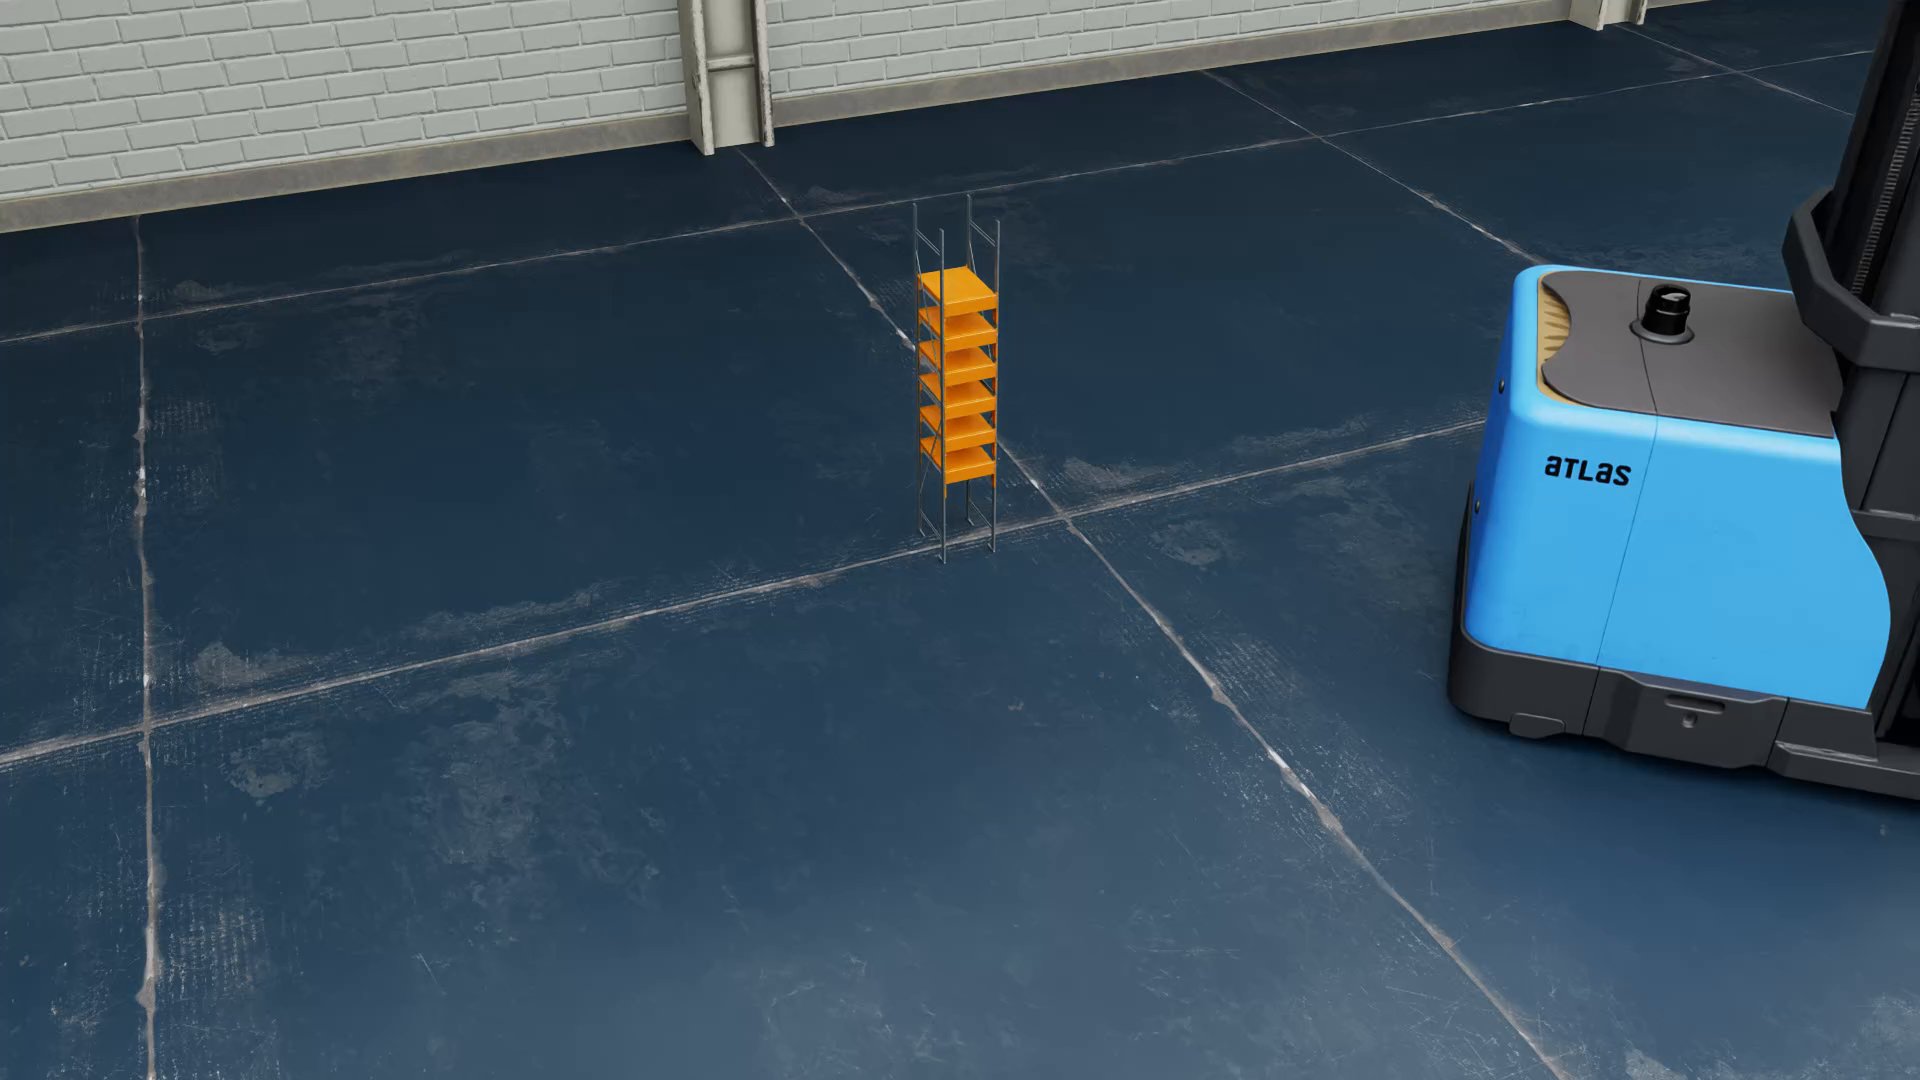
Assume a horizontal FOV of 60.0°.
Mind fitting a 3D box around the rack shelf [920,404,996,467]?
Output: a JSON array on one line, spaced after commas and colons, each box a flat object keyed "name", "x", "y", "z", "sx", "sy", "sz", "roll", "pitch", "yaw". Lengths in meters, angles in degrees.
[{"name": "rack shelf", "x": -0.013, "y": -0.362, "z": 5.508, "sx": 0.180, "sy": 0.103, "sz": 0.258, "roll": -13, "pitch": 35, "yaw": -19}]

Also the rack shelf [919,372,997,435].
[{"name": "rack shelf", "x": -0.013, "y": -0.463, "z": 5.442, "sx": 0.180, "sy": 0.103, "sz": 0.258, "roll": -13, "pitch": 35, "yaw": -19}]

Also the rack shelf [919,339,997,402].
[{"name": "rack shelf", "x": -0.013, "y": -0.563, "z": 5.377, "sx": 0.180, "sy": 0.103, "sz": 0.258, "roll": -13, "pitch": 35, "yaw": -19}]

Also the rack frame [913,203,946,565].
[{"name": "rack frame", "x": -0.098, "y": -0.481, "z": 5.388, "sx": 0.006, "sy": 1.200, "sz": 0.240, "roll": -13, "pitch": 35, "yaw": -19}]

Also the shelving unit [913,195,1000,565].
[{"name": "shelving unit", "x": -0.013, "y": -0.500, "z": 5.418, "sx": 0.189, "sy": 1.200, "sz": 0.258, "roll": -13, "pitch": 35, "yaw": -19}]

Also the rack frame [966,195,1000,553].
[{"name": "rack frame", "x": 0.071, "y": -0.519, "z": 5.448, "sx": 0.006, "sy": 1.200, "sz": 0.240, "roll": -13, "pitch": 35, "yaw": -19}]

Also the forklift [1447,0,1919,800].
[{"name": "forklift", "x": 3.016, "y": -0.708, "z": 4.150, "sx": 3.031, "sy": 2.935, "sz": 1.130, "roll": 9, "pitch": 34, "yaw": 14}]

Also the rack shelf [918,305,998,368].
[{"name": "rack shelf", "x": -0.013, "y": -0.664, "z": 5.311, "sx": 0.180, "sy": 0.103, "sz": 0.258, "roll": -13, "pitch": 35, "yaw": -19}]

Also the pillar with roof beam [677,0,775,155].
[{"name": "pillar with roof beam", "x": 0.417, "y": -3.791, "z": 3.325, "sx": 0.400, "sy": 9.000, "sz": 9.100, "roll": -13, "pitch": 35, "yaw": -19}]

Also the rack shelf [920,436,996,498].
[{"name": "rack shelf", "x": -0.013, "y": -0.261, "z": 5.573, "sx": 0.180, "sy": 0.103, "sz": 0.258, "roll": -13, "pitch": 35, "yaw": -19}]

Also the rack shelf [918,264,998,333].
[{"name": "rack shelf", "x": -0.013, "y": -0.764, "z": 5.246, "sx": 0.180, "sy": 0.103, "sz": 0.258, "roll": -13, "pitch": 35, "yaw": -19}]

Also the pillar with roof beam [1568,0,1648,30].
[{"name": "pillar with roof beam", "x": 5.949, "y": -5.058, "z": 5.272, "sx": 0.400, "sy": 9.000, "sz": 9.100, "roll": -13, "pitch": 35, "yaw": -19}]
